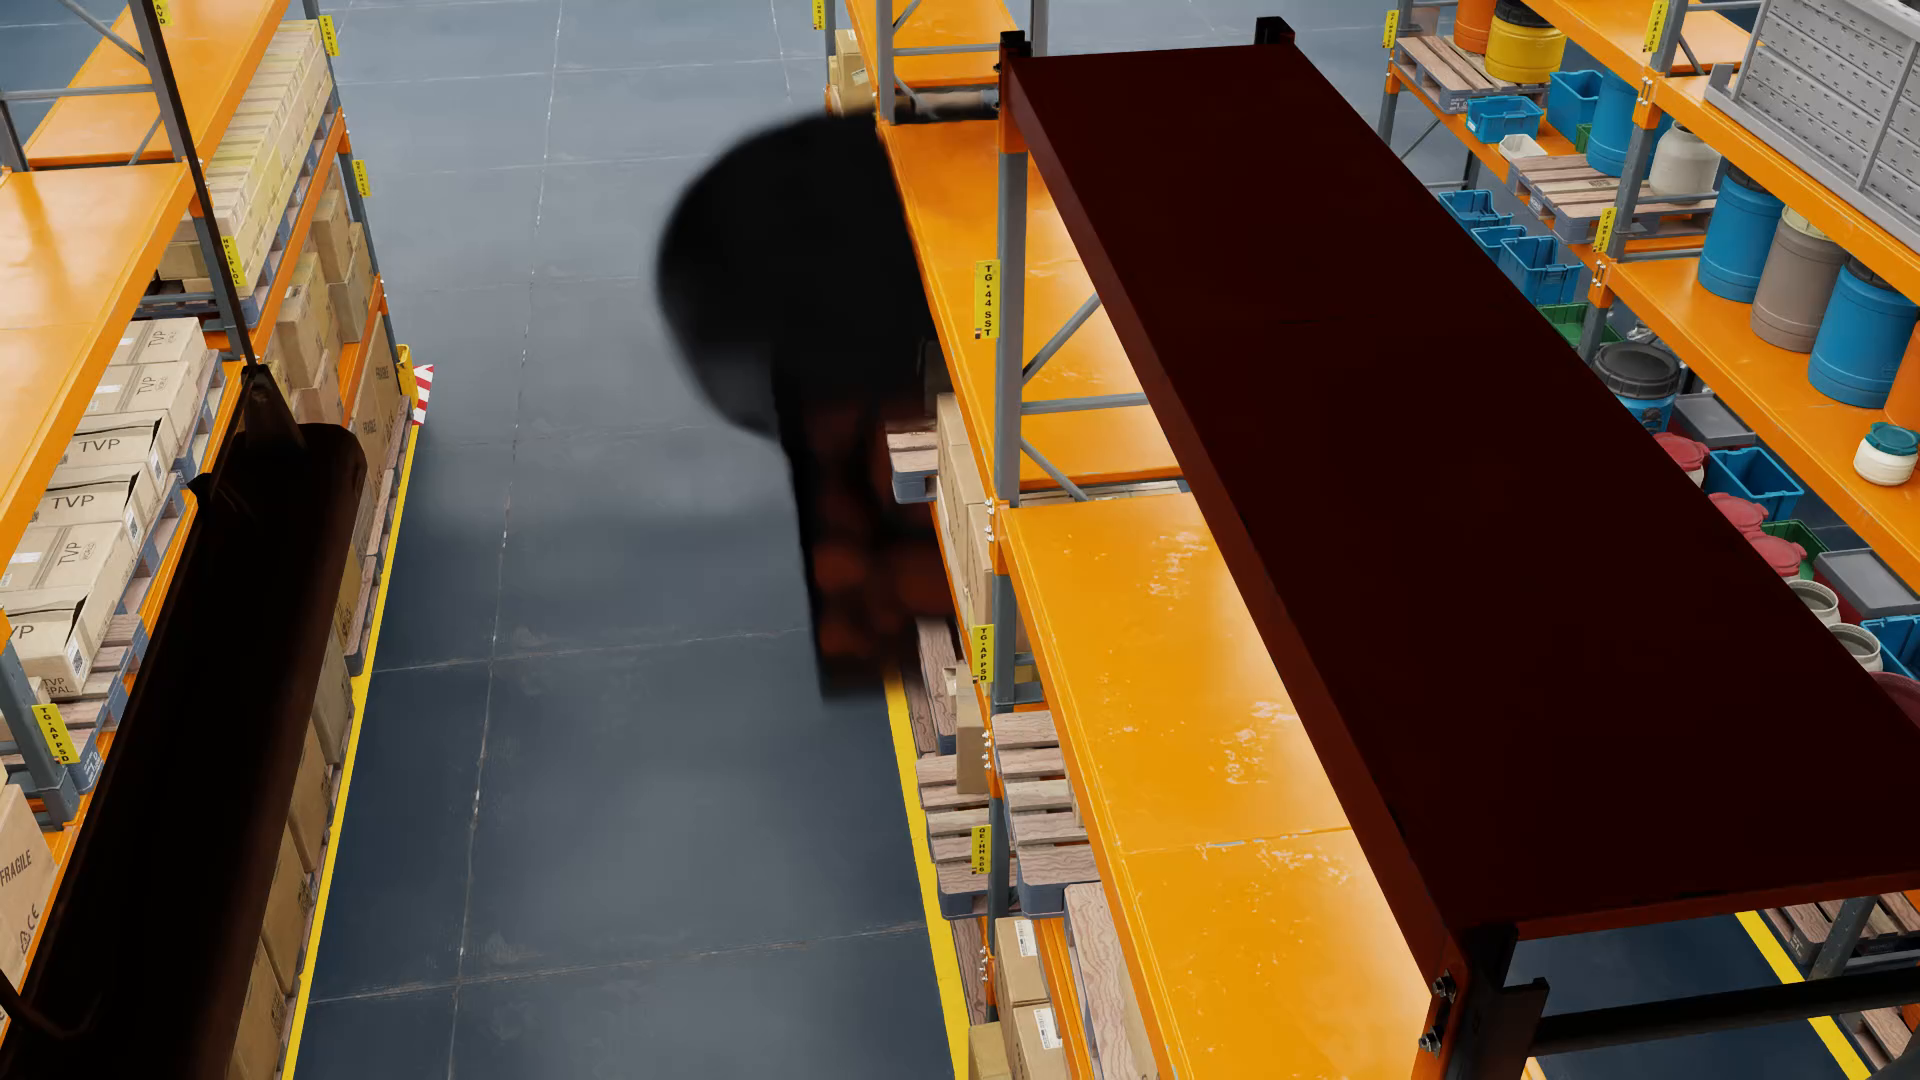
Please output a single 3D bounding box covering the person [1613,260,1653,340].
[{"bbox_3d":[6.226,-2.649,15.290,0.570,1.619,0.825,-23,42,-28],"label":"person"}]
